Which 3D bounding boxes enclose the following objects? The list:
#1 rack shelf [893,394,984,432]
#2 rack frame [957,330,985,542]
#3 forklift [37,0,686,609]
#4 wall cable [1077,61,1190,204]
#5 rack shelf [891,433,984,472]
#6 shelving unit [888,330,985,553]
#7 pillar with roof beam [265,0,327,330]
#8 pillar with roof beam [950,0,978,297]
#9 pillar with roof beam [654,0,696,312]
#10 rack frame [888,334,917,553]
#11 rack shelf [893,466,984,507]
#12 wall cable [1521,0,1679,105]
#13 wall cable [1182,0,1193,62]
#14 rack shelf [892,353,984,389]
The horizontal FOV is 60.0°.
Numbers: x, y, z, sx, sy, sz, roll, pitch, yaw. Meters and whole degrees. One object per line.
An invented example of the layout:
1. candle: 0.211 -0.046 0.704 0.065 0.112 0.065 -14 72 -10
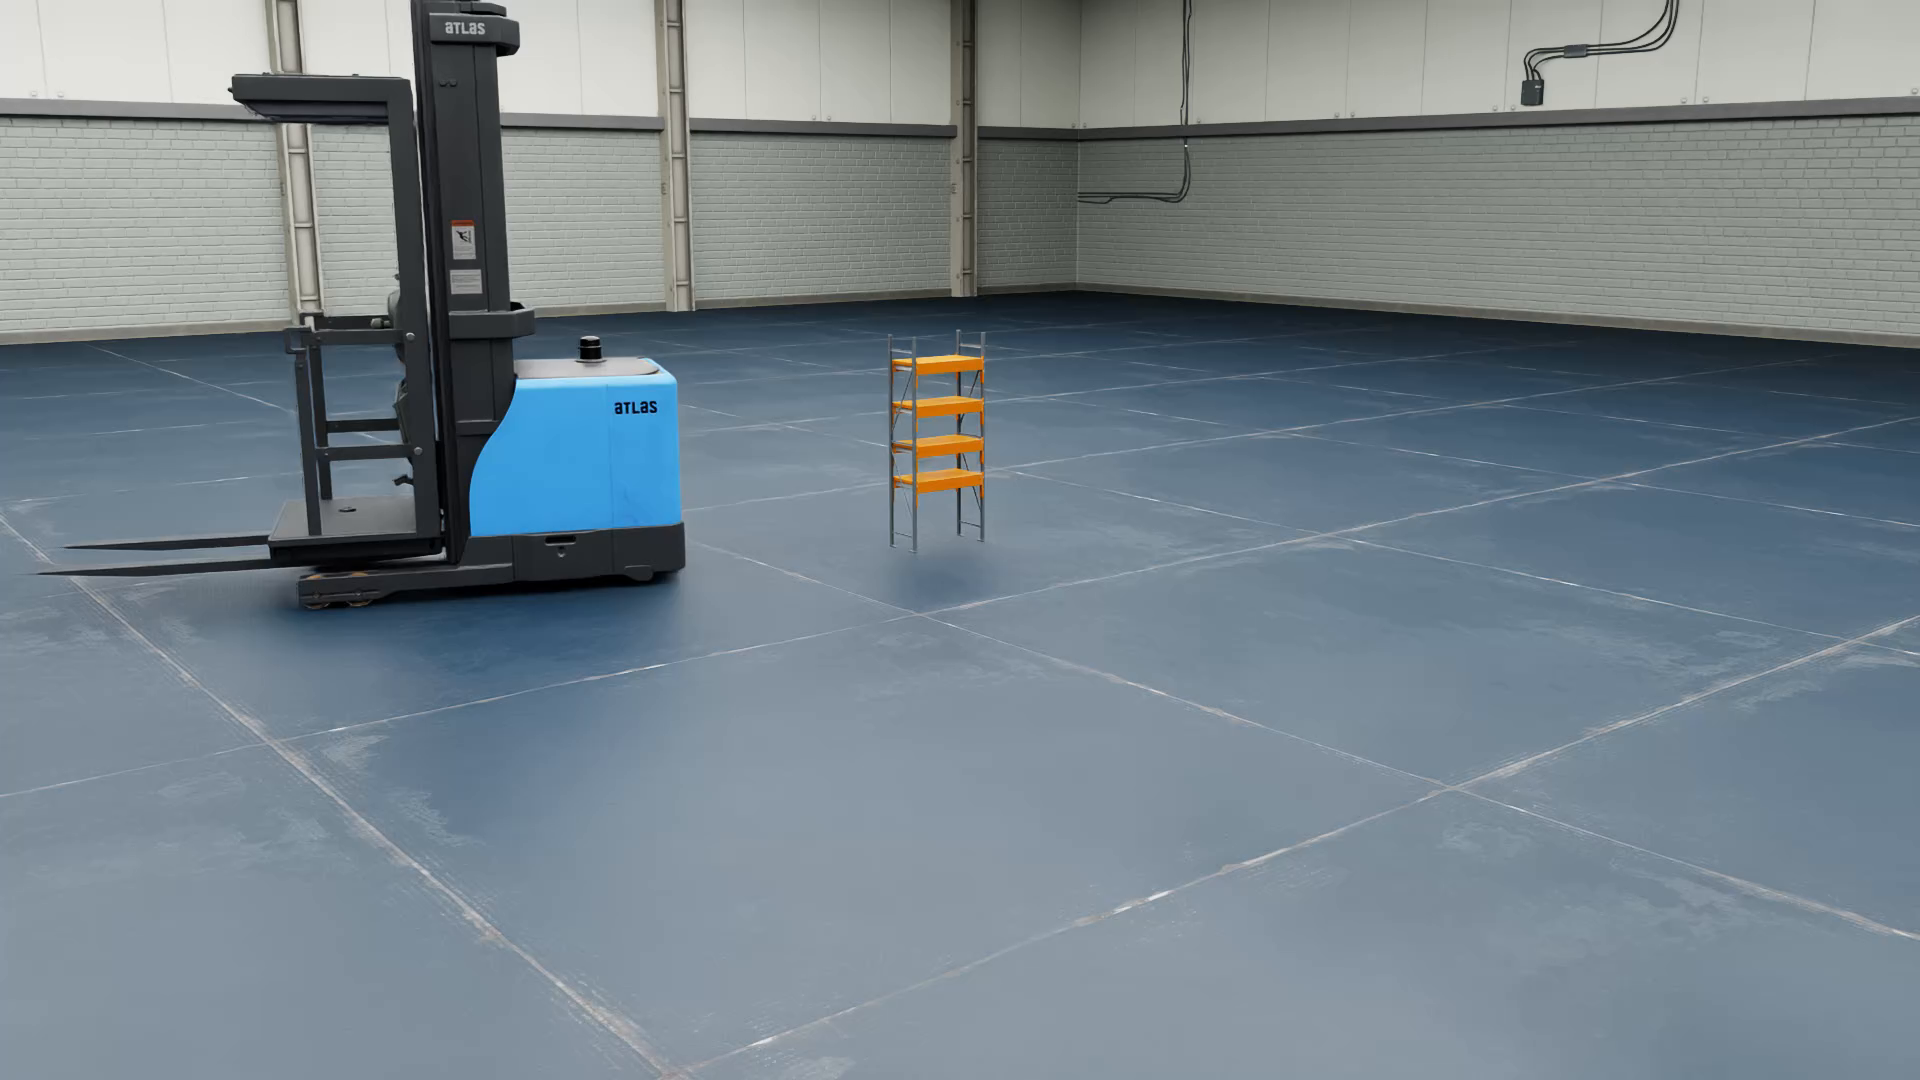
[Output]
1. rack shelf: -0.129 -0.718 9.371 0.480 0.148 0.258 -9 15 -38
2. rack frame: 0.061 -0.597 9.552 0.015 1.200 0.240 -9 15 -38
3. forklift: -3.000 -1.220 8.317 3.031 2.935 1.130 -4 13 -17
4. wall cable: 3.199 -7.611 31.282 0.112 2.526 3.097 -9 15 -38
5. rack shelf: -0.129 -0.500 9.417 0.480 0.148 0.258 -9 15 -38
6. shelving unit: -0.129 -0.565 9.403 0.503 1.200 0.258 -9 15 -38
7. pillar with roof beam: -6.608 -6.707 19.548 0.400 9.000 9.100 -9 15 -38
8. pillar with roof beam: 2.762 -8.264 26.881 0.400 9.000 9.100 -9 15 -38
9. pillar with roof beam: -1.923 -7.485 23.215 0.400 9.000 9.100 -9 15 -38
10. rack frame: -0.320 -0.534 9.254 0.015 1.200 0.240 -9 15 -38
11. rack shelf: -0.129 -0.305 9.458 0.480 0.148 0.258 -9 15 -38
12. wall cable: 9.117 -9.252 23.346 0.169 6.003 2.305 -9 15 -38
13. wall cable: 4.889 -9.643 28.691 0.112 2.526 3.097 -9 15 -38
14. rack shelf: -0.129 -0.950 9.321 0.480 0.148 0.258 -9 15 -38
